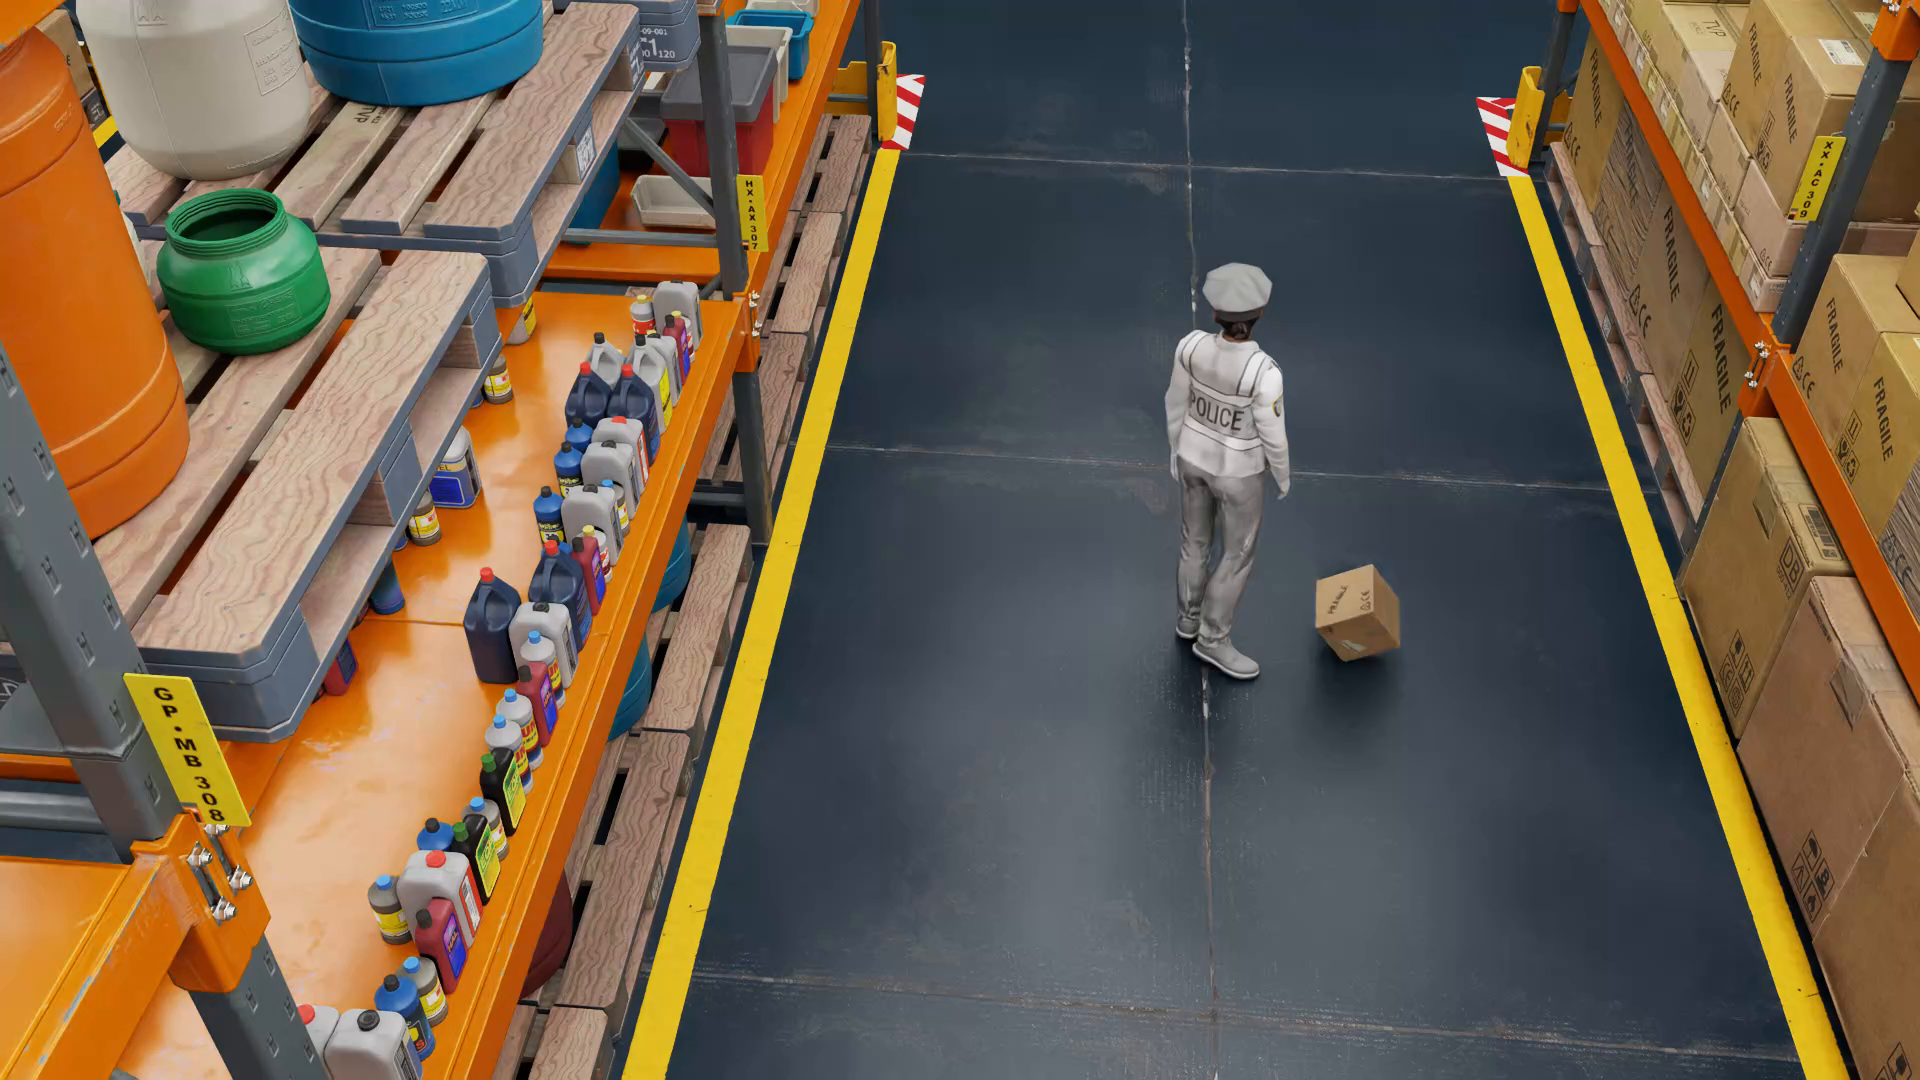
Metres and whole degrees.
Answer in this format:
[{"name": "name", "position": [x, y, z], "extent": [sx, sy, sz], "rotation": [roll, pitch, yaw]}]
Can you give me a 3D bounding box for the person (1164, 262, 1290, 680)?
[{"name": "person", "position": [1.041, -0.254, 6.430], "extent": [0.621, 1.673, 0.400], "rotation": [31, 49, 32]}]
